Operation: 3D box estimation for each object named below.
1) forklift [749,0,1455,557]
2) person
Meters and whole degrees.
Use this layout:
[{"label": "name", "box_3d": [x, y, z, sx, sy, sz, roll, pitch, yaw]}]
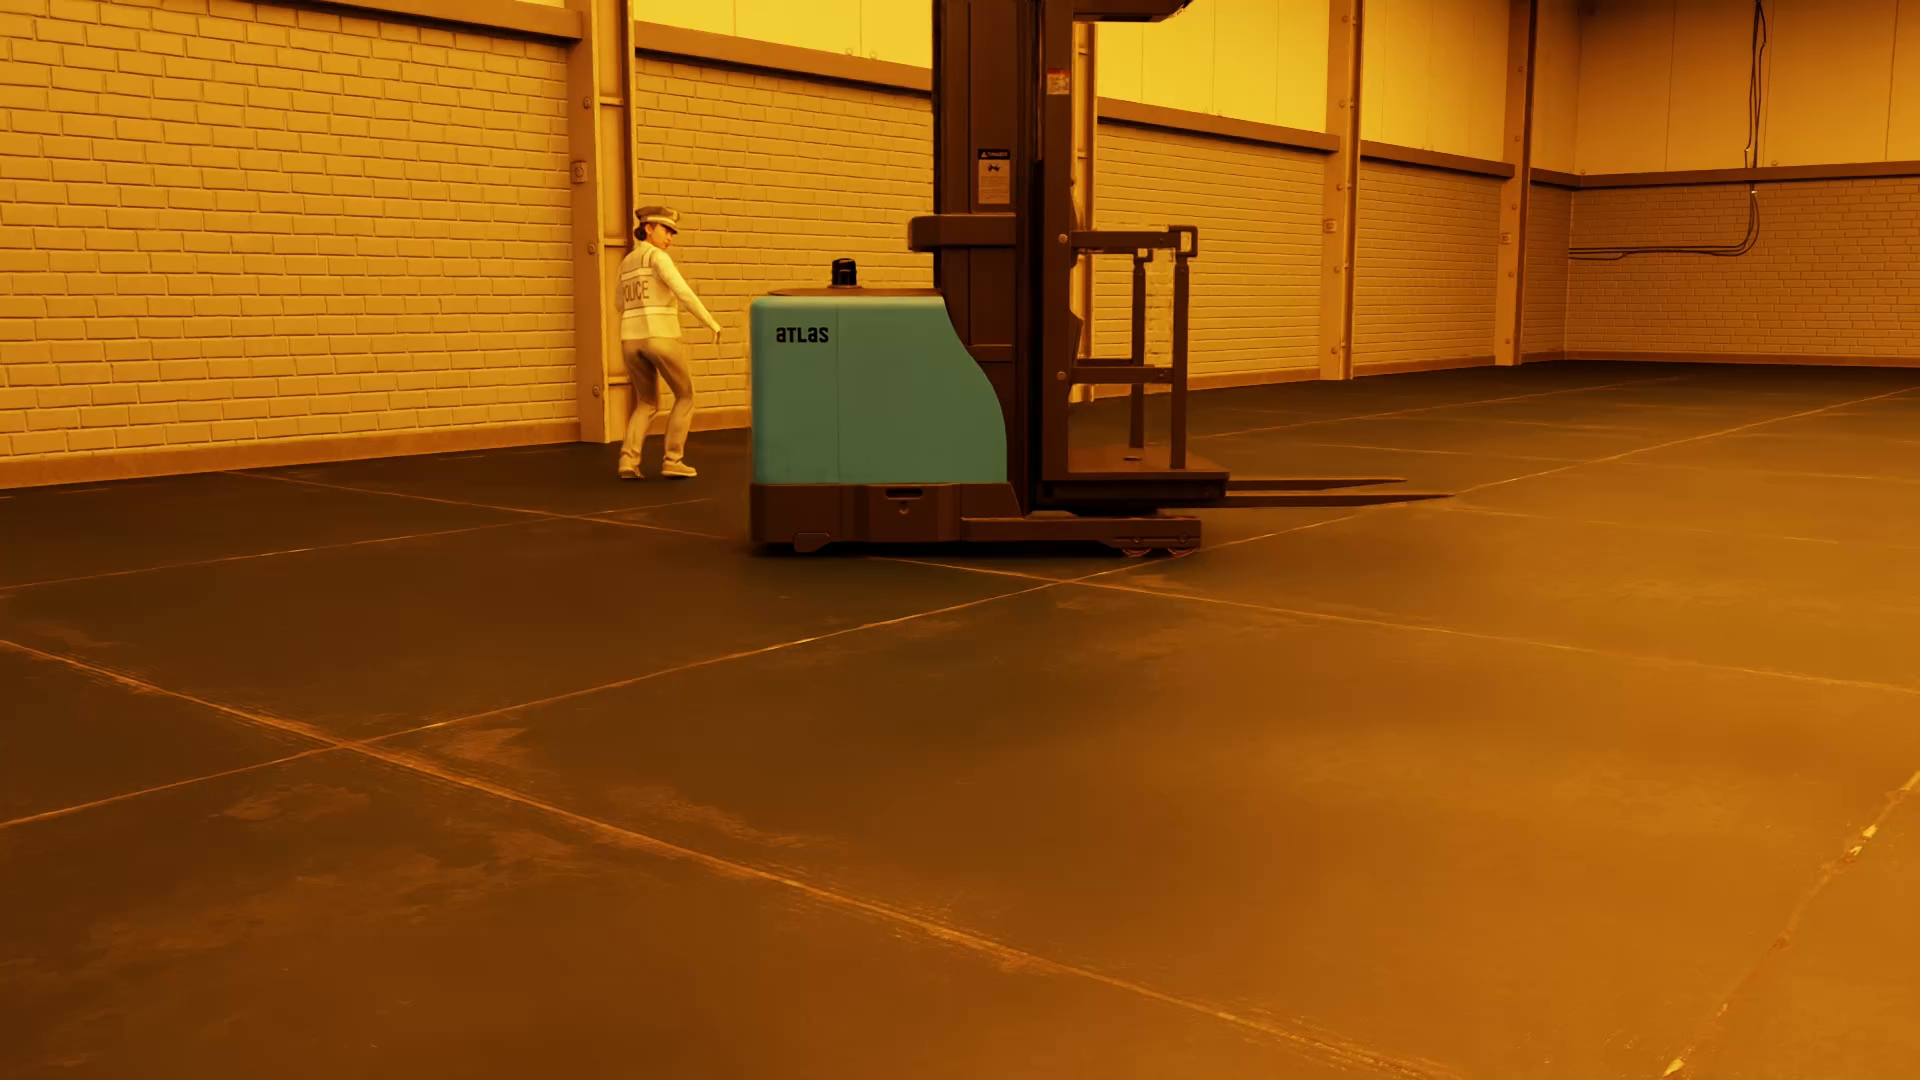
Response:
[{"label": "forklift", "box_3d": [0.609, -1.457, 7.240, 3.031, 2.935, 1.130, -1, 8, -4]}, {"label": "person", "box_3d": [-1.748, -1.151, 9.833, 0.729, 1.613, 0.645, 5, 10, 30]}]
